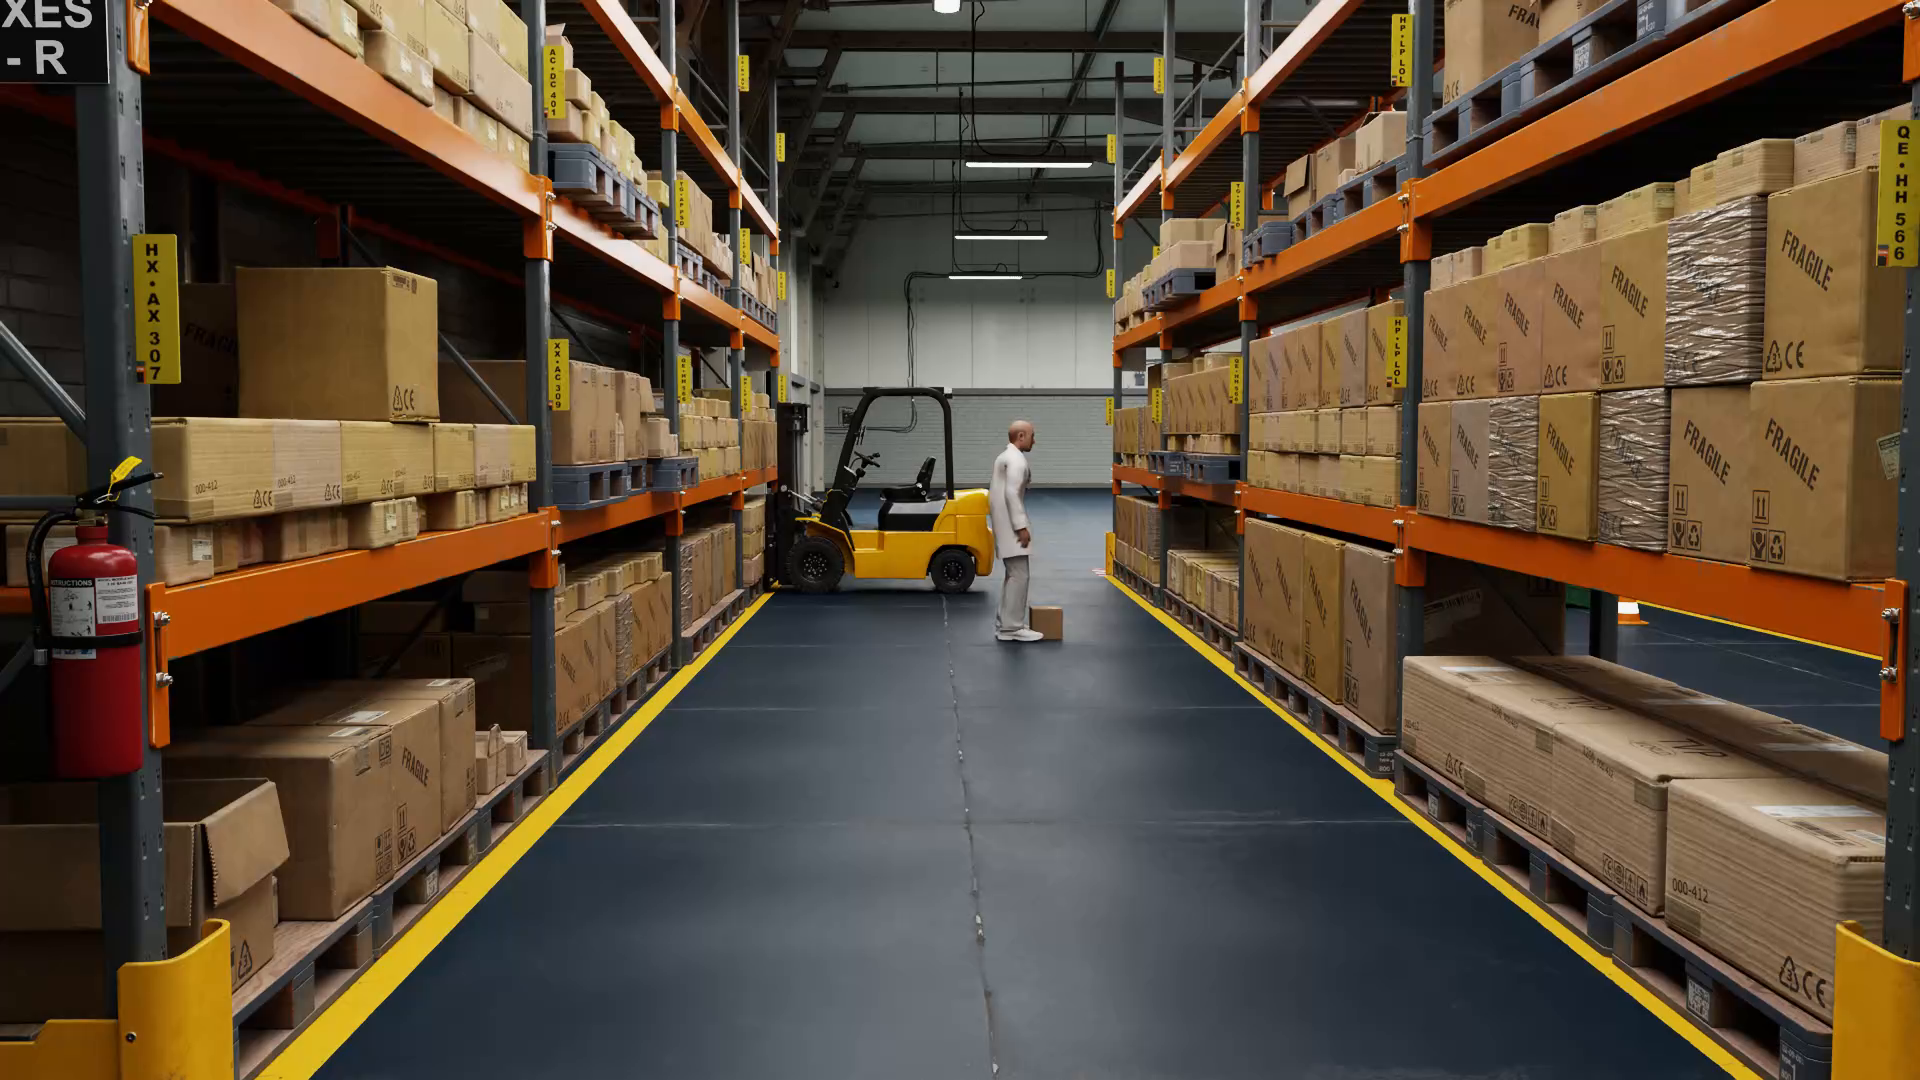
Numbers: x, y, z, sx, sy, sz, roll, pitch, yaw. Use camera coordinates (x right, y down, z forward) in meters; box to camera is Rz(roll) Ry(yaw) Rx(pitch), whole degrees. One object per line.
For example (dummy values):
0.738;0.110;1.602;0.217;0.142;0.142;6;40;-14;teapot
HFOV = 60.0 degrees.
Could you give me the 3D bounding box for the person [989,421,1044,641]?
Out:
0.450;-0.085;13.543;0.429;1.772;0.648;0;4;-5;person
